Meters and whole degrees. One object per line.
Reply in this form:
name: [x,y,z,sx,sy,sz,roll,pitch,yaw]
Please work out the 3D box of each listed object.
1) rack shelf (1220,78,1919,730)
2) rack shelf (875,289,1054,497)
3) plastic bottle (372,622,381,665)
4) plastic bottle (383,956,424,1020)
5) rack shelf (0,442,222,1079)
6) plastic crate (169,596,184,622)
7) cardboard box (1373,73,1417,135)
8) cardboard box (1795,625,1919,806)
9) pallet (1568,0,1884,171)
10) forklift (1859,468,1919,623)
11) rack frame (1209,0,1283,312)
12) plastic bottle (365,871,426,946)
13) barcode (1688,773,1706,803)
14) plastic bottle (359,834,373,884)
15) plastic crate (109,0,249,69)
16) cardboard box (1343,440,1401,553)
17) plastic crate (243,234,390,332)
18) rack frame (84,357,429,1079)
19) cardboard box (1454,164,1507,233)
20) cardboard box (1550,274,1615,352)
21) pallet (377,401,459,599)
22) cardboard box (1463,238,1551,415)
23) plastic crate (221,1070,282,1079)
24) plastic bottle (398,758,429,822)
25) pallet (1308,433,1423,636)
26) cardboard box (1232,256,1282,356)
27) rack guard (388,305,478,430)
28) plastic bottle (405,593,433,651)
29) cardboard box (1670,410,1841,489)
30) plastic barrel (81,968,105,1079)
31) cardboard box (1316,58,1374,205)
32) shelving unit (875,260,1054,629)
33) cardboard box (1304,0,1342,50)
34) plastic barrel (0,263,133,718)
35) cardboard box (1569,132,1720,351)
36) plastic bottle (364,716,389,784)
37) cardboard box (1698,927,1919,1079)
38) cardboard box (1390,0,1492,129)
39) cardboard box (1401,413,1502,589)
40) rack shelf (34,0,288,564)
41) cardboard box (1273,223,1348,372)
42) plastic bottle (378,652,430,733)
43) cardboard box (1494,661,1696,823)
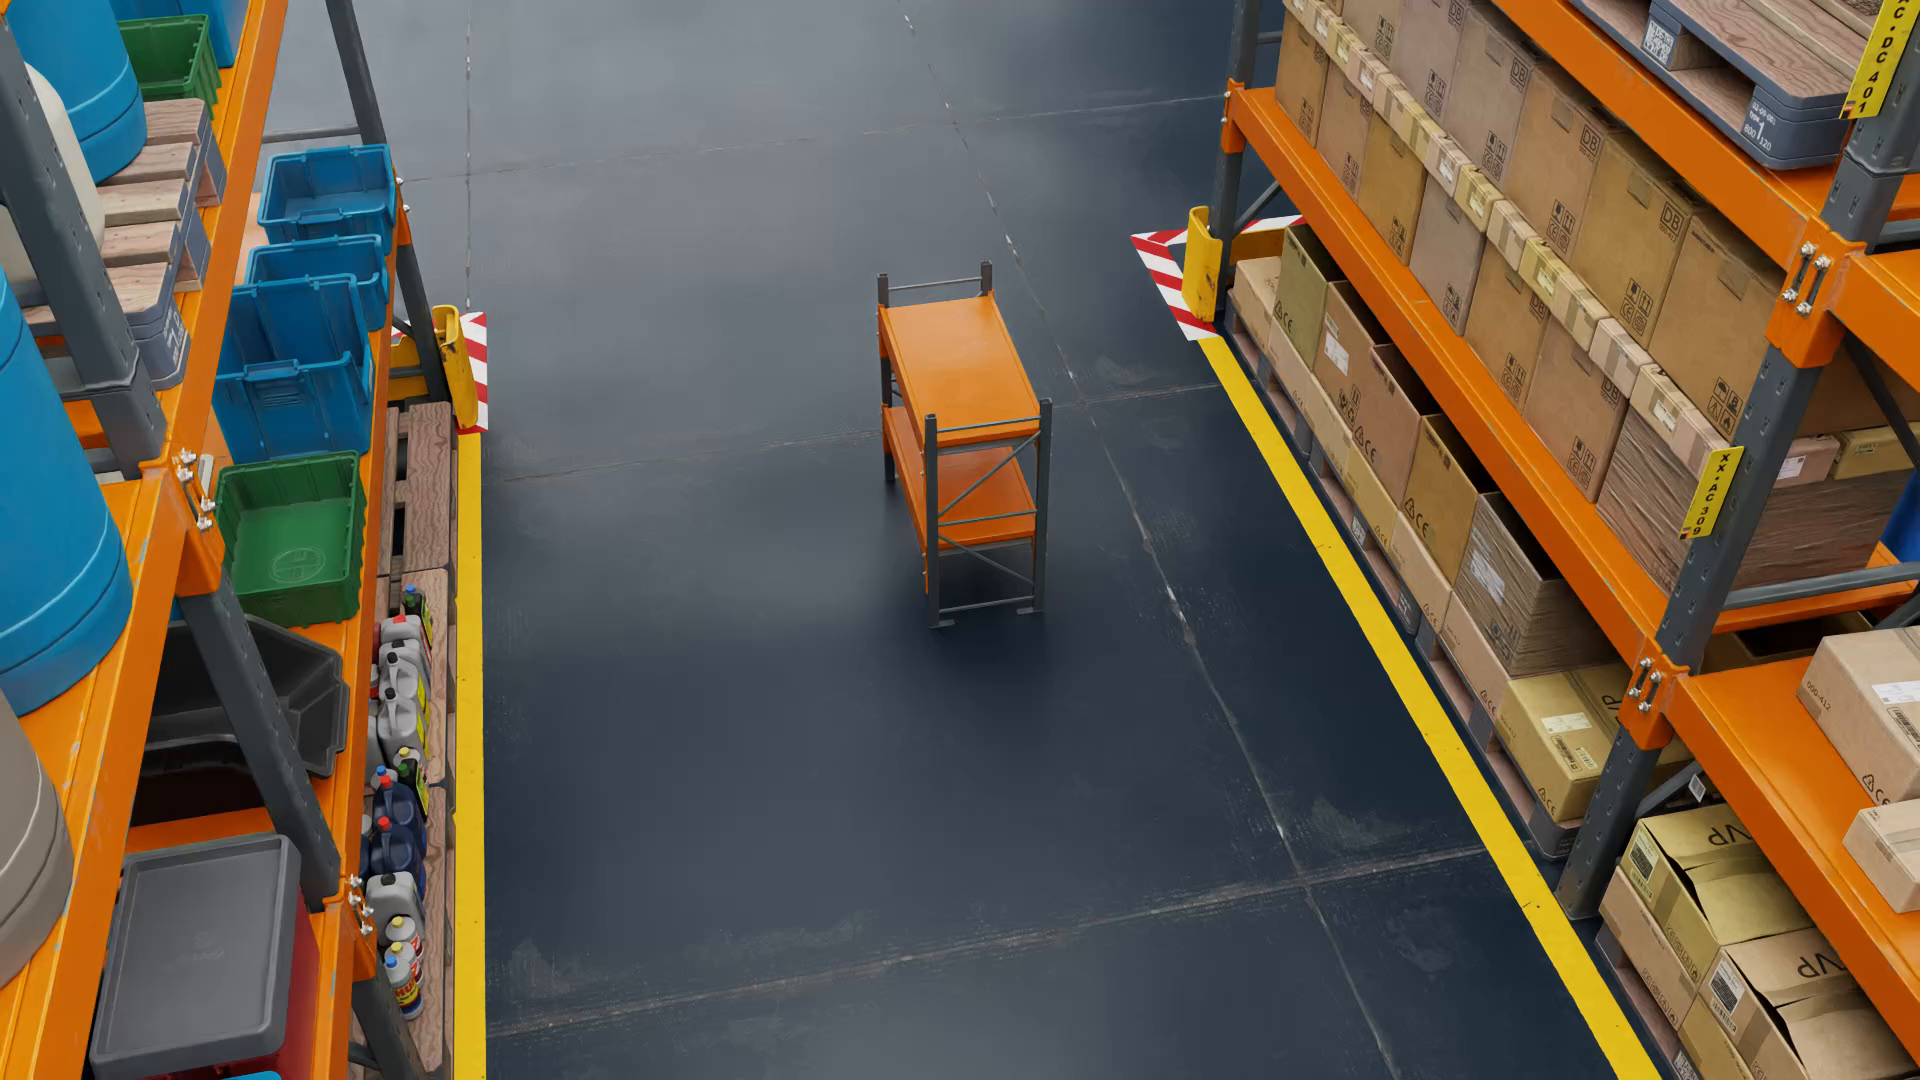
rack shelf: [2.235,-0.885,6.811,1.077,0.370,4.000,-8,42,-9]
rack shelf: [0.001,-0.635,6.959,0.538,0.278,1.000,-8,42,-9]
plastic bottle: [-2.286,0.419,6.515,0.061,0.283,0.133,-8,42,-9]
plastic bottle: [-1.811,1.436,5.378,0.097,0.271,0.097,0,42,0]
rack shelf: [-1.739,1.293,2.098,1.077,0.370,4.000,-8,42,-9]
plastic crate: [-2.675,0.227,5.129,0.499,0.251,0.616,-8,42,-9]
cardboard box: [1.902,-1.776,6.709,0.380,0.149,0.250,-10,43,-11]
cardboard box: [2.816,0.511,4.809,0.500,0.250,0.500,-6,42,-7]
pallet: [2.457,-1.495,4.764,1.003,0.211,1.213,-8,42,-9]
forklift: [5.383,-0.721,6.136,3.031,2.935,1.130,13,43,14]
rack frame: [1.803,-2.450,8.033,1.000,3.000,0.127,-8,42,-9]
plastic bottle: [-1.908,1.229,5.608,0.152,0.276,0.135,-7,42,-8]
barcode: [2.315,0.779,5.223,0.001,0.075,0.075,-8,42,-9]
plastic bottle: [-2.080,1.114,5.681,0.144,0.351,0.185,-8,42,-9]
plastic crate: [-2.328,-1.666,4.901,0.392,0.384,0.575,-8,42,-9]
cardboard box: [2.024,-0.227,7.283,0.500,0.250,0.500,-8,42,-9]
plastic crate: [-2.499,-0.984,6.493,0.499,0.251,0.408,-8,42,-9]
rack frame: [-2.171,0.850,4.315,1.000,3.000,0.127,-8,42,-9]
cardboard box: [2.066,-1.278,6.148,0.380,0.149,0.250,-7,42,-8]
cardboard box: [2.231,-0.783,5.591,0.380,0.149,0.250,-8,42,-9]
pallet: [-2.802,-0.130,7.520,1.003,0.211,1.213,-8,42,-9]
cardboard box: [2.340,-0.848,6.153,0.700,0.500,0.500,-8,42,-9]
plastic crate: [-1.629,1.526,3.565,0.392,0.384,0.575,-8,42,-9]
plastic bottle: [-1.975,0.883,5.992,0.061,0.283,0.133,-7,42,-7]
pallet: [2.269,-0.129,7.518,1.003,0.211,1.213,-8,42,-9]
cardboard box: [1.702,-1.200,8.379,0.500,0.250,0.500,-8,42,-9]
rack guard: [-2.972,-0.766,8.018,1.175,0.500,0.348,-8,42,-9]
plastic bottle: [-2.167,0.309,6.639,0.061,0.283,0.133,-7,42,-8]
cardboard box: [2.399,-0.283,5.027,0.380,0.149,0.250,-8,42,-9]
plastic barrel: [-2.383,0.956,3.818,0.600,0.901,0.708,-8,42,-9]
cardboard box: [2.010,-1.844,7.274,0.700,0.500,0.500,-7,42,-8]
shelving unit: [0.001,-0.416,7.153,0.538,1.125,1.048,-8,42,-9]
cardboard box: [1.737,-2.274,7.271,0.380,0.149,0.250,-9,42,-10]
plastic barrel: [-1.849,-0.161,2.816,0.600,0.901,0.708,-8,42,-9]
cardboard box: [2.454,-0.994,5.340,0.700,0.500,0.500,-8,42,-9]
plastic bottle: [-2.211,0.761,6.136,0.152,0.276,0.135,-8,42,-9]
cardboard box: [2.616,1.433,4.991,0.500,0.311,0.500,-9,42,-10]
cardboard box: [2.131,-1.967,6.436,0.700,0.500,0.500,-8,42,-9]
cardboard box: [2.145,-0.185,6.671,0.500,0.500,0.500,-8,42,-9]
rack shelf: [-2.602,-1.299,5.018,1.077,0.370,4.000,-8,42,-9]
cardboard box: [1.812,-1.156,7.765,0.500,0.500,0.500,-8,42,-9]
plastic bottle: [-2.112,0.575,6.289,0.144,0.351,0.185,-7,42,-8]
cardboard box: [2.353,0.744,6.189,0.500,0.250,0.500,-8,42,-9]
